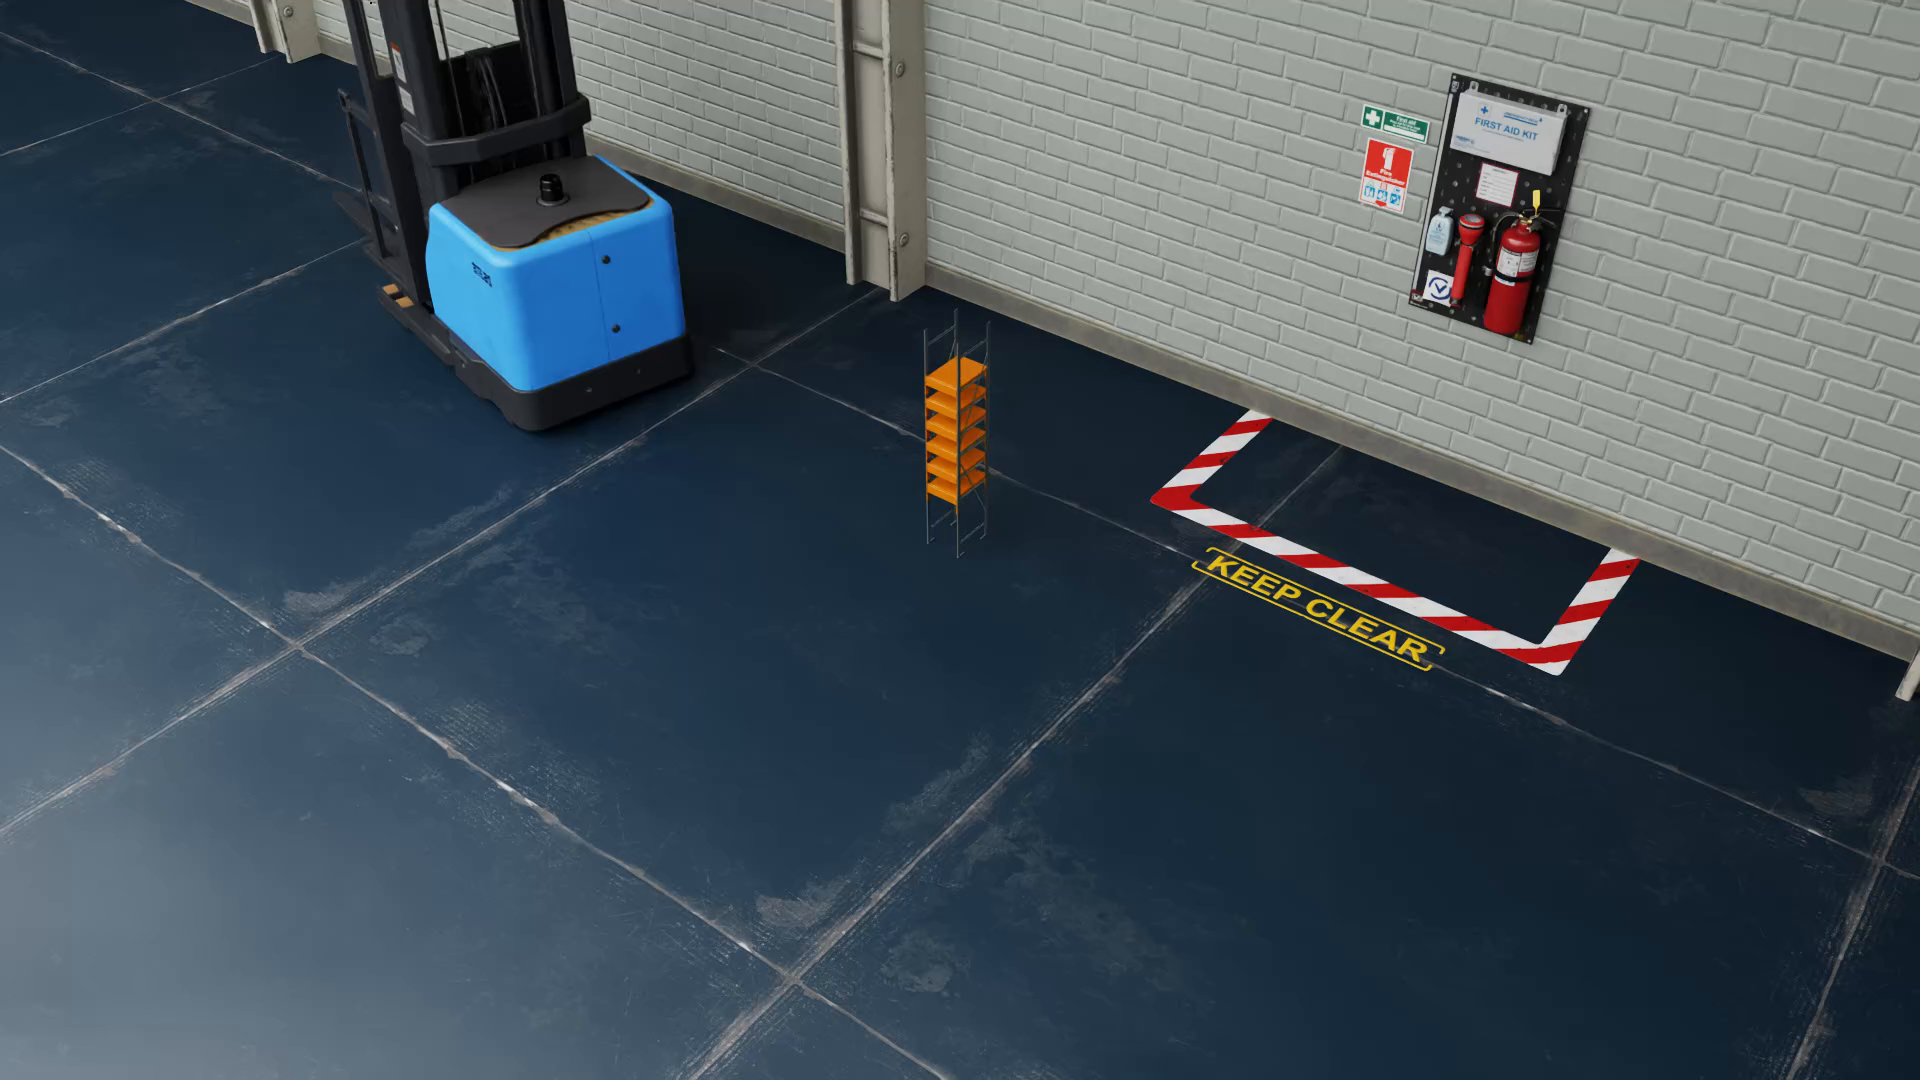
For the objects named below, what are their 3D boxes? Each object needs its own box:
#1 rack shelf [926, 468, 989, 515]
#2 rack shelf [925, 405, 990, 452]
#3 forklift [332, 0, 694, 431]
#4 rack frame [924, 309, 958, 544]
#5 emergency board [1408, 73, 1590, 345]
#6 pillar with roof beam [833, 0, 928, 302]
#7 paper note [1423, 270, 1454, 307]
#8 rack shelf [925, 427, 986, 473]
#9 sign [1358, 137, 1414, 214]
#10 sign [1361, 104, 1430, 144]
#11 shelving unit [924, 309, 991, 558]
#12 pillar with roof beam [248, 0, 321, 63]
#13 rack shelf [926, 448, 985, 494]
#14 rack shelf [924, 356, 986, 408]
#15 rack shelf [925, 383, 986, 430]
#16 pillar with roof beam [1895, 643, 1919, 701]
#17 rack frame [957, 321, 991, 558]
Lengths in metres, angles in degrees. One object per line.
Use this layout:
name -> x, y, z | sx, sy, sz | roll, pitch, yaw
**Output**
rack shelf -> -0.011, -0.254, 7.923 | 0.180, 0.103, 0.258 | 25, 45, 29
rack shelf -> -0.012, -0.537, 7.701 | 0.180, 0.103, 0.258 | 25, 45, 29
forklift -> -2.785, -2.573, 9.020 | 1.130, 2.935, 3.031 | -26, 45, -29
rack frame -> -0.084, -0.512, 7.792 | 0.006, 1.200, 0.240 | 25, 45, 29
emergency board -> 2.384, -1.446, 7.524 | 0.643, 1.169, 0.194 | 25, 45, 29
pillar with roof beam -> -3.058, -3.003, 4.647 | 0.400, 9.000, 9.100 | 25, 45, 29
paper note -> 2.285, -1.199, 7.924 | 0.142, 0.148, 0.016 | 25, 45, 29
rack shelf -> -0.012, -0.443, 7.775 | 0.180, 0.103, 0.258 | 25, 45, 29
sign -> 2.007, -1.718, 7.842 | 0.234, 0.329, 0.001 | 25, 45, 29
sign -> 2.006, -1.920, 7.671 | 0.331, 0.109, 0.001 | 25, 45, 29
shelving unit -> -0.012, -0.478, 7.748 | 0.189, 1.200, 0.258 | 25, 45, 29
pillar with roof beam -> -7.823, -5.250, 7.517 | 0.400, 9.000, 9.100 | 25, 45, 29
rack shelf -> -0.011, -0.348, 7.849 | 0.180, 0.103, 0.258 | 25, 45, 29
rack shelf -> -0.012, -0.726, 7.553 | 0.180, 0.103, 0.258 | 25, 45, 29
rack shelf -> -0.012, -0.632, 7.627 | 0.180, 0.103, 0.258 | 25, 45, 29
pillar with roof beam -> 1.708, -0.756, 1.777 | 0.400, 9.000, 9.100 | 25, 45, 29
rack frame -> 0.061, -0.444, 7.704 | 0.006, 1.200, 0.240 | 25, 45, 29
